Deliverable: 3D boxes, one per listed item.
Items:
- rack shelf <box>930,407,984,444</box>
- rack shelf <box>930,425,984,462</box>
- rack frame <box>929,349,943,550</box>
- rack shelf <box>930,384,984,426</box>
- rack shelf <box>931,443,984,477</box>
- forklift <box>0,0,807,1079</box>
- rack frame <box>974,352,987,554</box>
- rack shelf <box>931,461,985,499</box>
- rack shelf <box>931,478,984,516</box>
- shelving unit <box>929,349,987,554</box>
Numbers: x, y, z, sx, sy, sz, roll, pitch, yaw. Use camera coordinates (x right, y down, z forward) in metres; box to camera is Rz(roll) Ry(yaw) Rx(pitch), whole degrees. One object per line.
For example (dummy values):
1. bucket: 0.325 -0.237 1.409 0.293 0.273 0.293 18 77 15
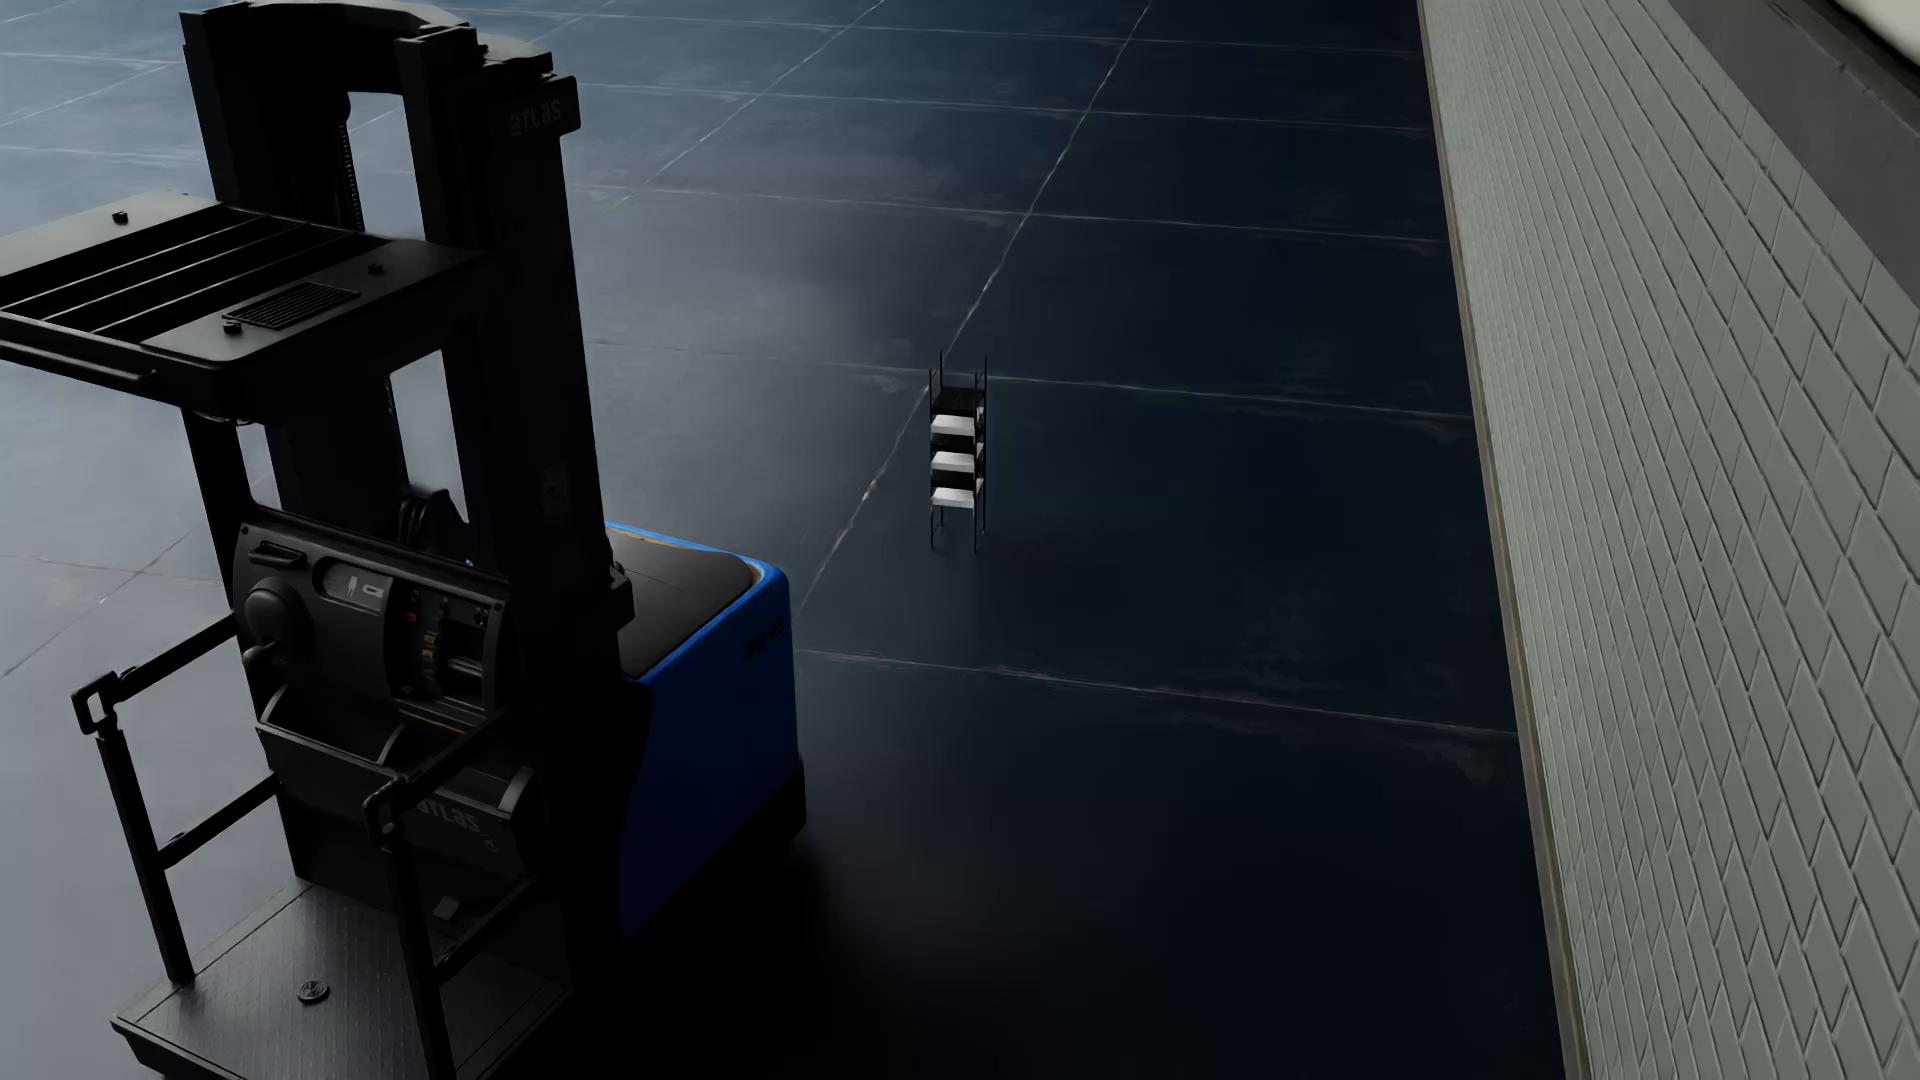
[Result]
1. rack shelf: -0.008 -0.524 7.465 0.200 0.077 0.258 6 29 11
2. rack shelf: -0.008 -0.445 7.508 0.200 0.077 0.258 6 29 11
3. rack frame: -0.107 -0.406 7.554 0.006 0.900 0.240 6 29 11
4. rack shelf: -0.008 -0.603 7.422 0.200 0.077 0.258 6 29 11
5. rack shelf: -0.008 -0.366 7.551 0.200 0.077 0.258 6 29 11
6. forklift: -1.658 0.265 4.213 1.130 2.935 3.031 14 32 24
7. rack frame: 0.091 -0.385 7.517 0.006 0.900 0.240 6 29 11
8. rack shelf: -0.008 -0.287 7.595 0.200 0.077 0.258 6 29 11
9. rack shelf: -0.008 -0.208 7.638 0.200 0.077 0.258 6 29 11
10. shelving unit: -0.008 -0.396 7.535 0.210 0.900 0.258 6 29 11
